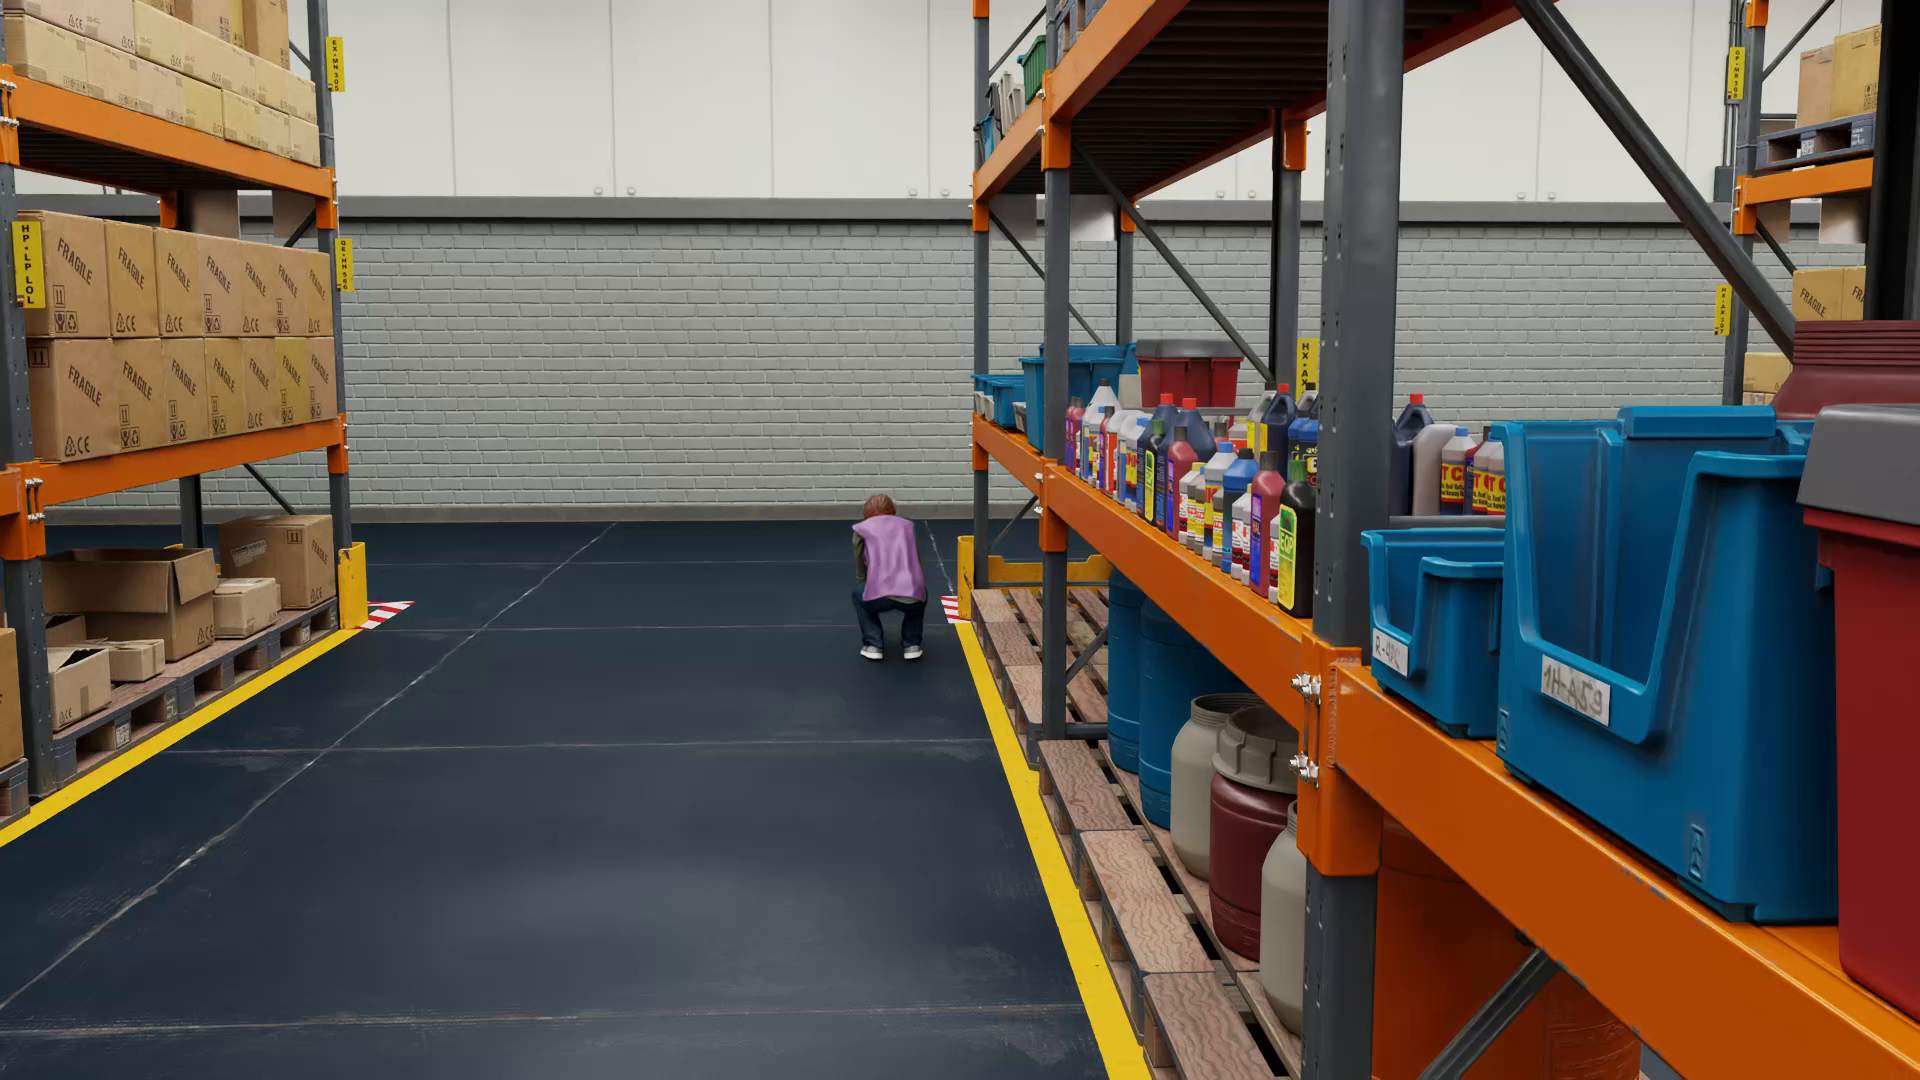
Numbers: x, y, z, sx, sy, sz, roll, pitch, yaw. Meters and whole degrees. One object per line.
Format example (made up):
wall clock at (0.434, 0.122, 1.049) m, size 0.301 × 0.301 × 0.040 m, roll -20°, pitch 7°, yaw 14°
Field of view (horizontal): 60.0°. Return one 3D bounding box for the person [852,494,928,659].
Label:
person at (-0.402, 0.205, 9.505) m, size 0.430 × 0.905 × 0.828 m, roll -1°, pitch 7°, yaw -5°
